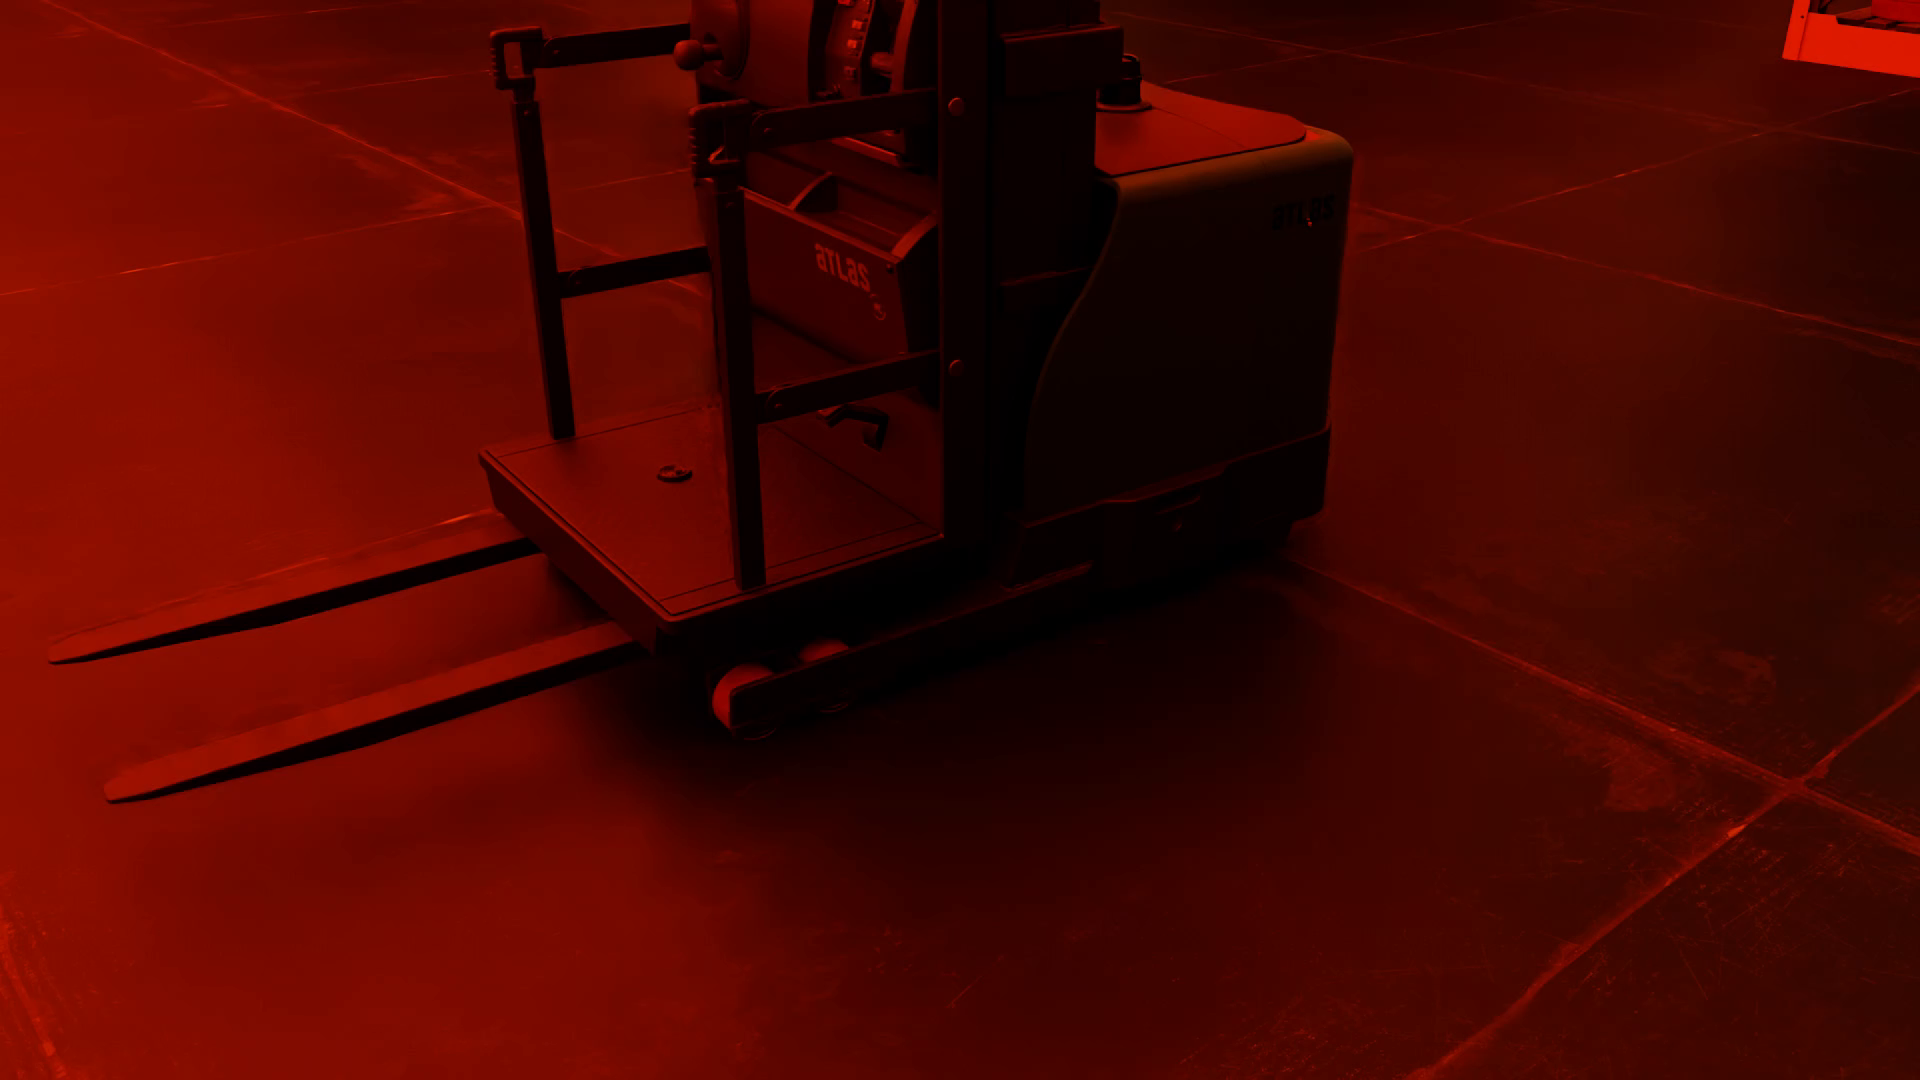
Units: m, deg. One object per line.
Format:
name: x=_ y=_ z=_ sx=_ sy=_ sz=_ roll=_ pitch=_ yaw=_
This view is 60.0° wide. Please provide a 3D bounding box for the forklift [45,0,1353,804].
forklift: x=-0.510 y=-1.143 z=3.507 sx=3.031 sy=2.935 sz=1.130 roll=-17 pitch=31 yaw=-31
